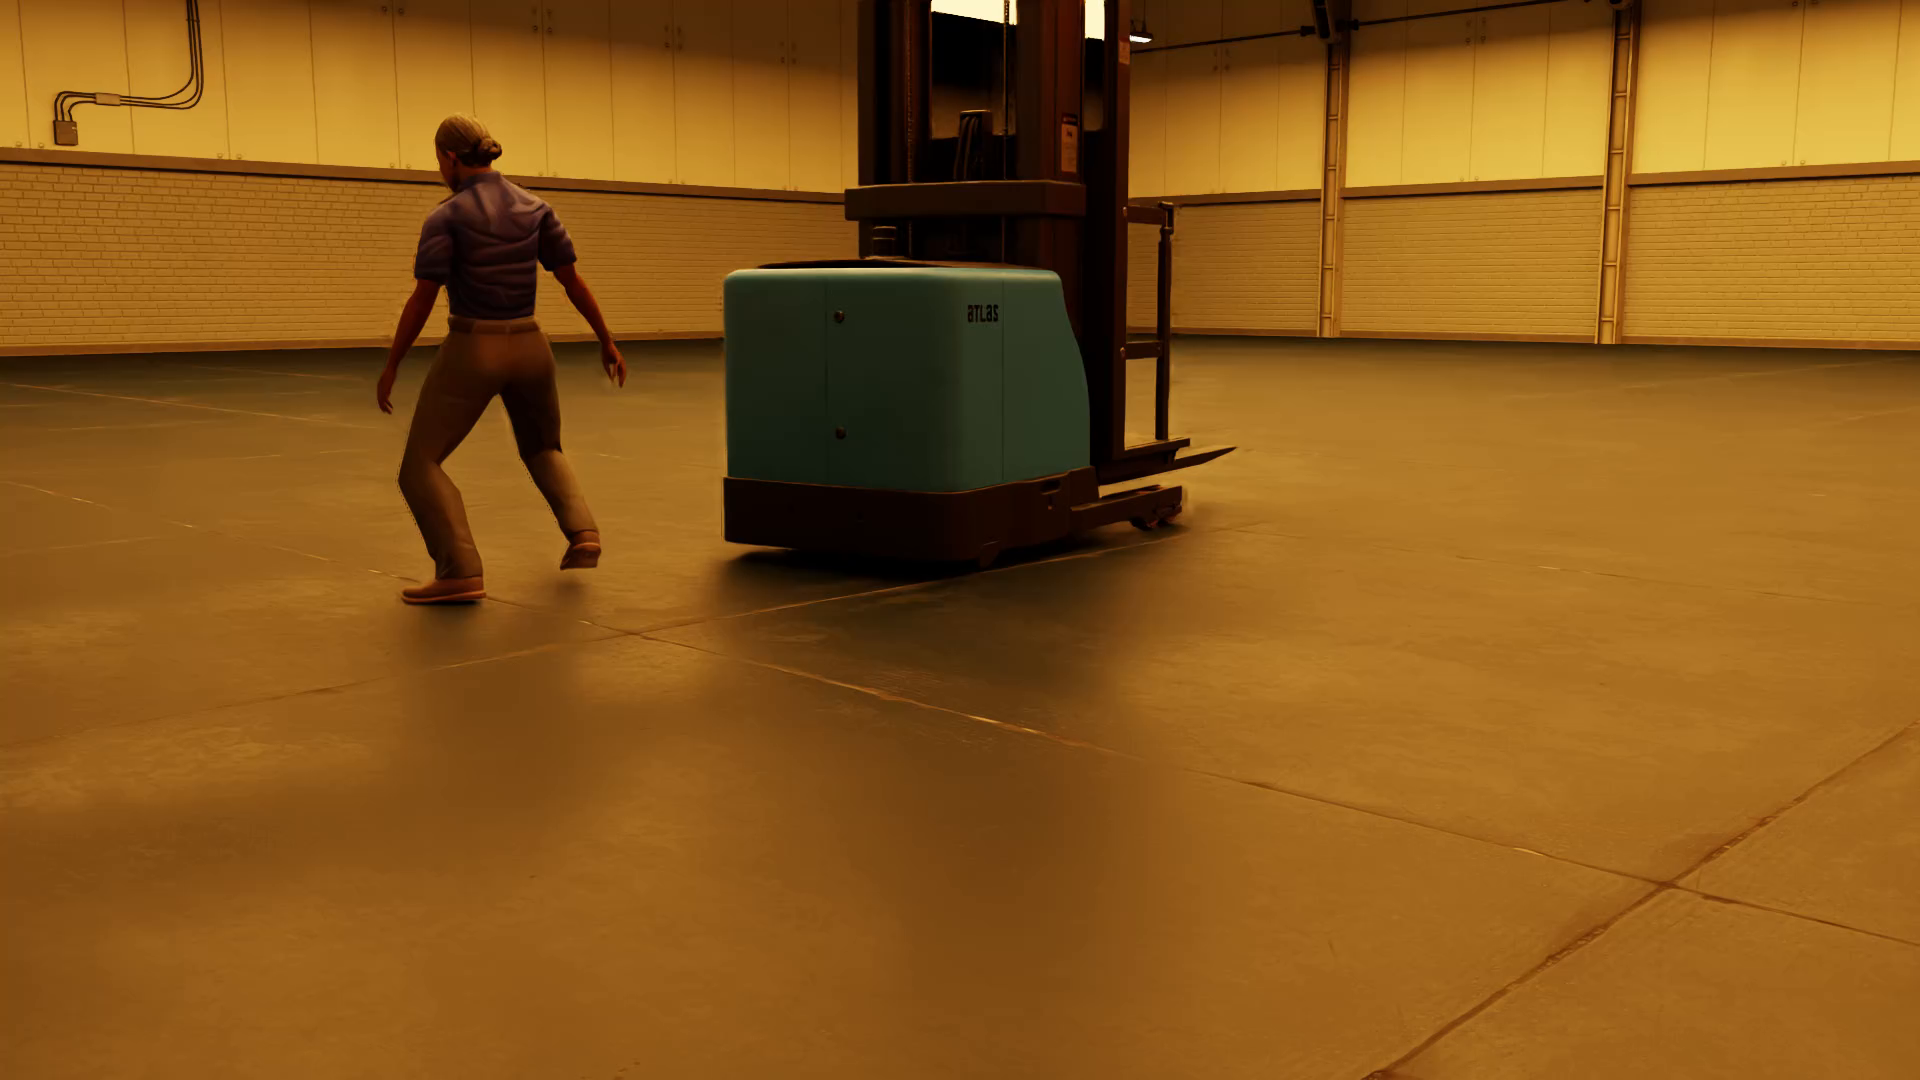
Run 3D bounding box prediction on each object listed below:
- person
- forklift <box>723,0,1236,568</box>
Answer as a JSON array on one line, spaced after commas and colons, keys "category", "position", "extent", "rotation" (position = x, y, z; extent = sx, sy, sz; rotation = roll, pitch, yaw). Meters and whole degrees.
[{"category": "person", "position": [-1.506, -0.607, 5.527], "extent": [0.791, 1.576, 0.473], "rotation": [-7, 11, -38]}, {"category": "forklift", "position": [0.308, -1.528, 7.024], "extent": [1.130, 2.935, 3.031], "rotation": [5, 10, 31]}]
